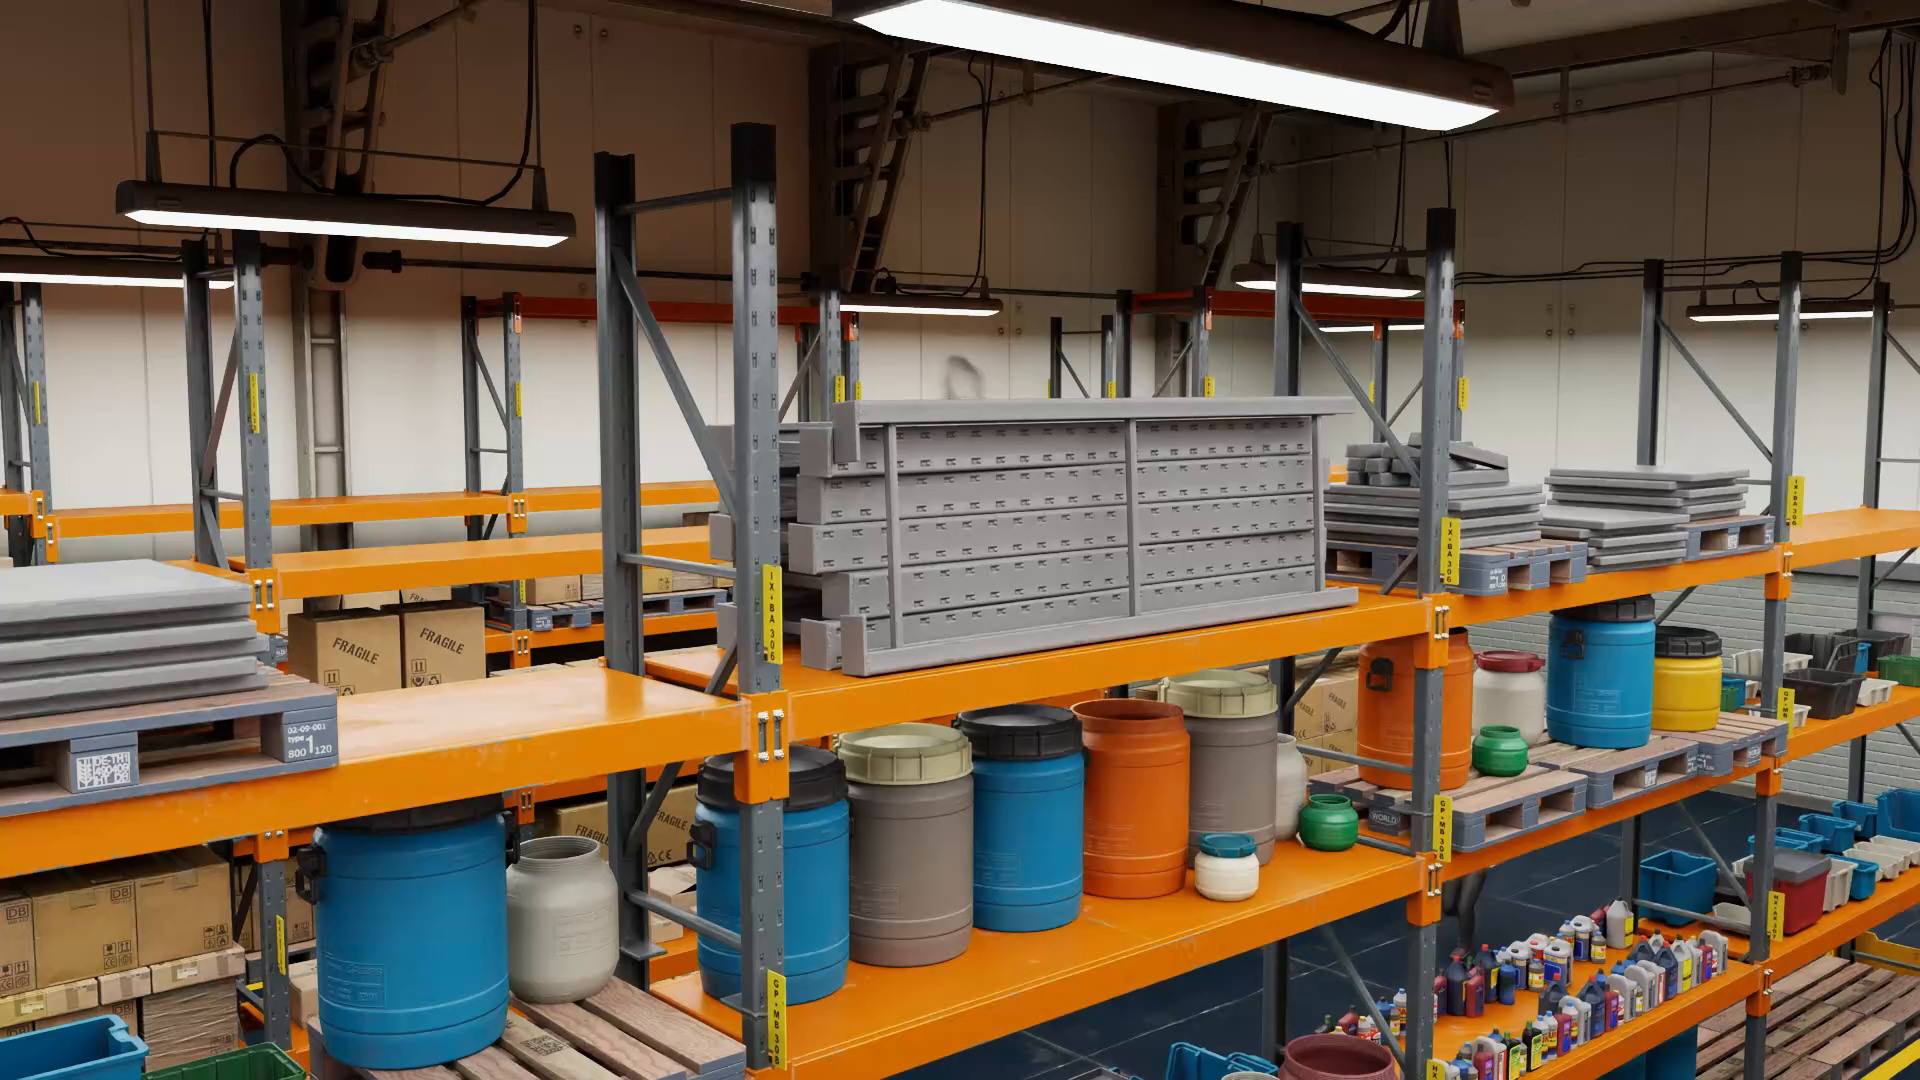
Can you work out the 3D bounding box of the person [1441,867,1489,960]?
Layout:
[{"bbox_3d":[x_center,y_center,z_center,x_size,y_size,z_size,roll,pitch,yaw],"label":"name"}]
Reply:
[{"bbox_3d":[4.593,2.950,15.003,0.567,1.598,0.604,4,7,37],"label":"person"}]
